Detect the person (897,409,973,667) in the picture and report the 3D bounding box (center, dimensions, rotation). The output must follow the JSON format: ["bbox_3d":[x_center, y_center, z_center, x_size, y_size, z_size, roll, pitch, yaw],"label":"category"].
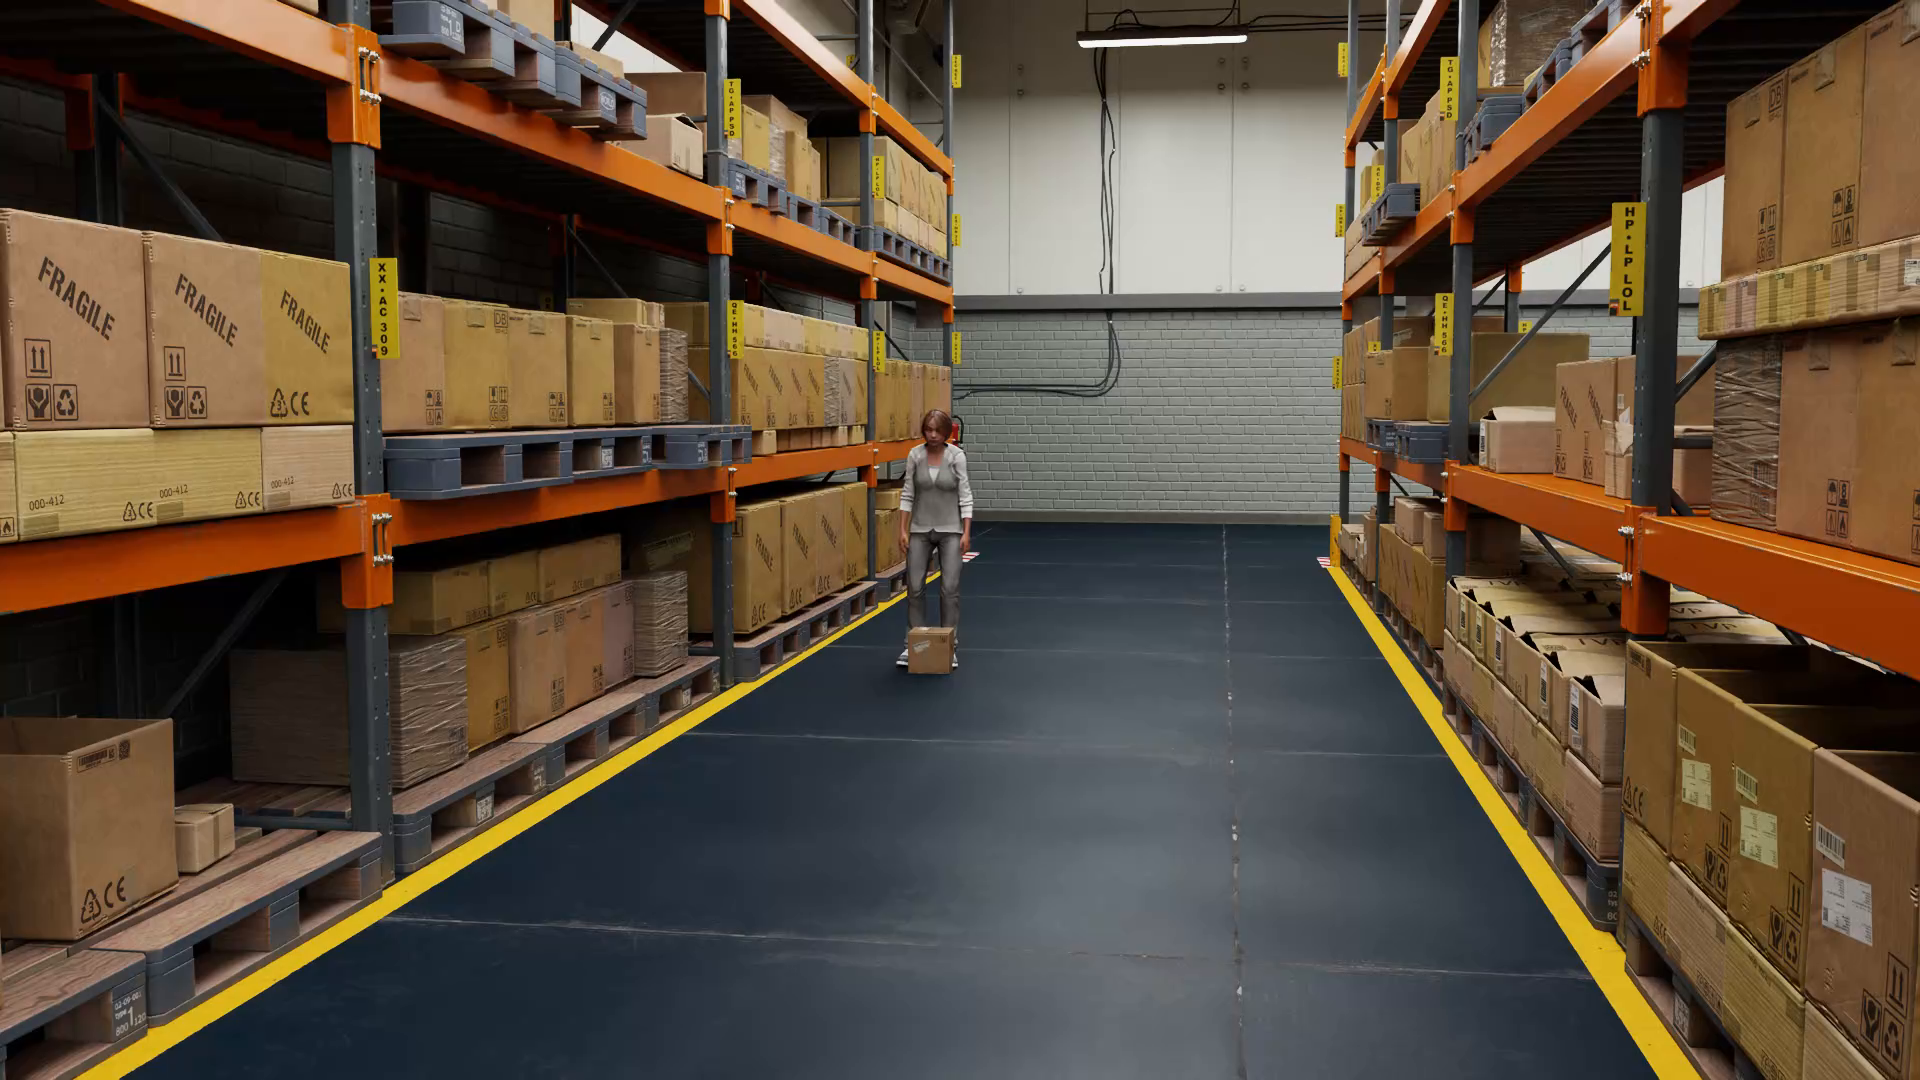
[{"bbox_3d":[-0.152,-0.015,10.307,0.461,1.593,0.364,1,5,9],"label":"person"}]
